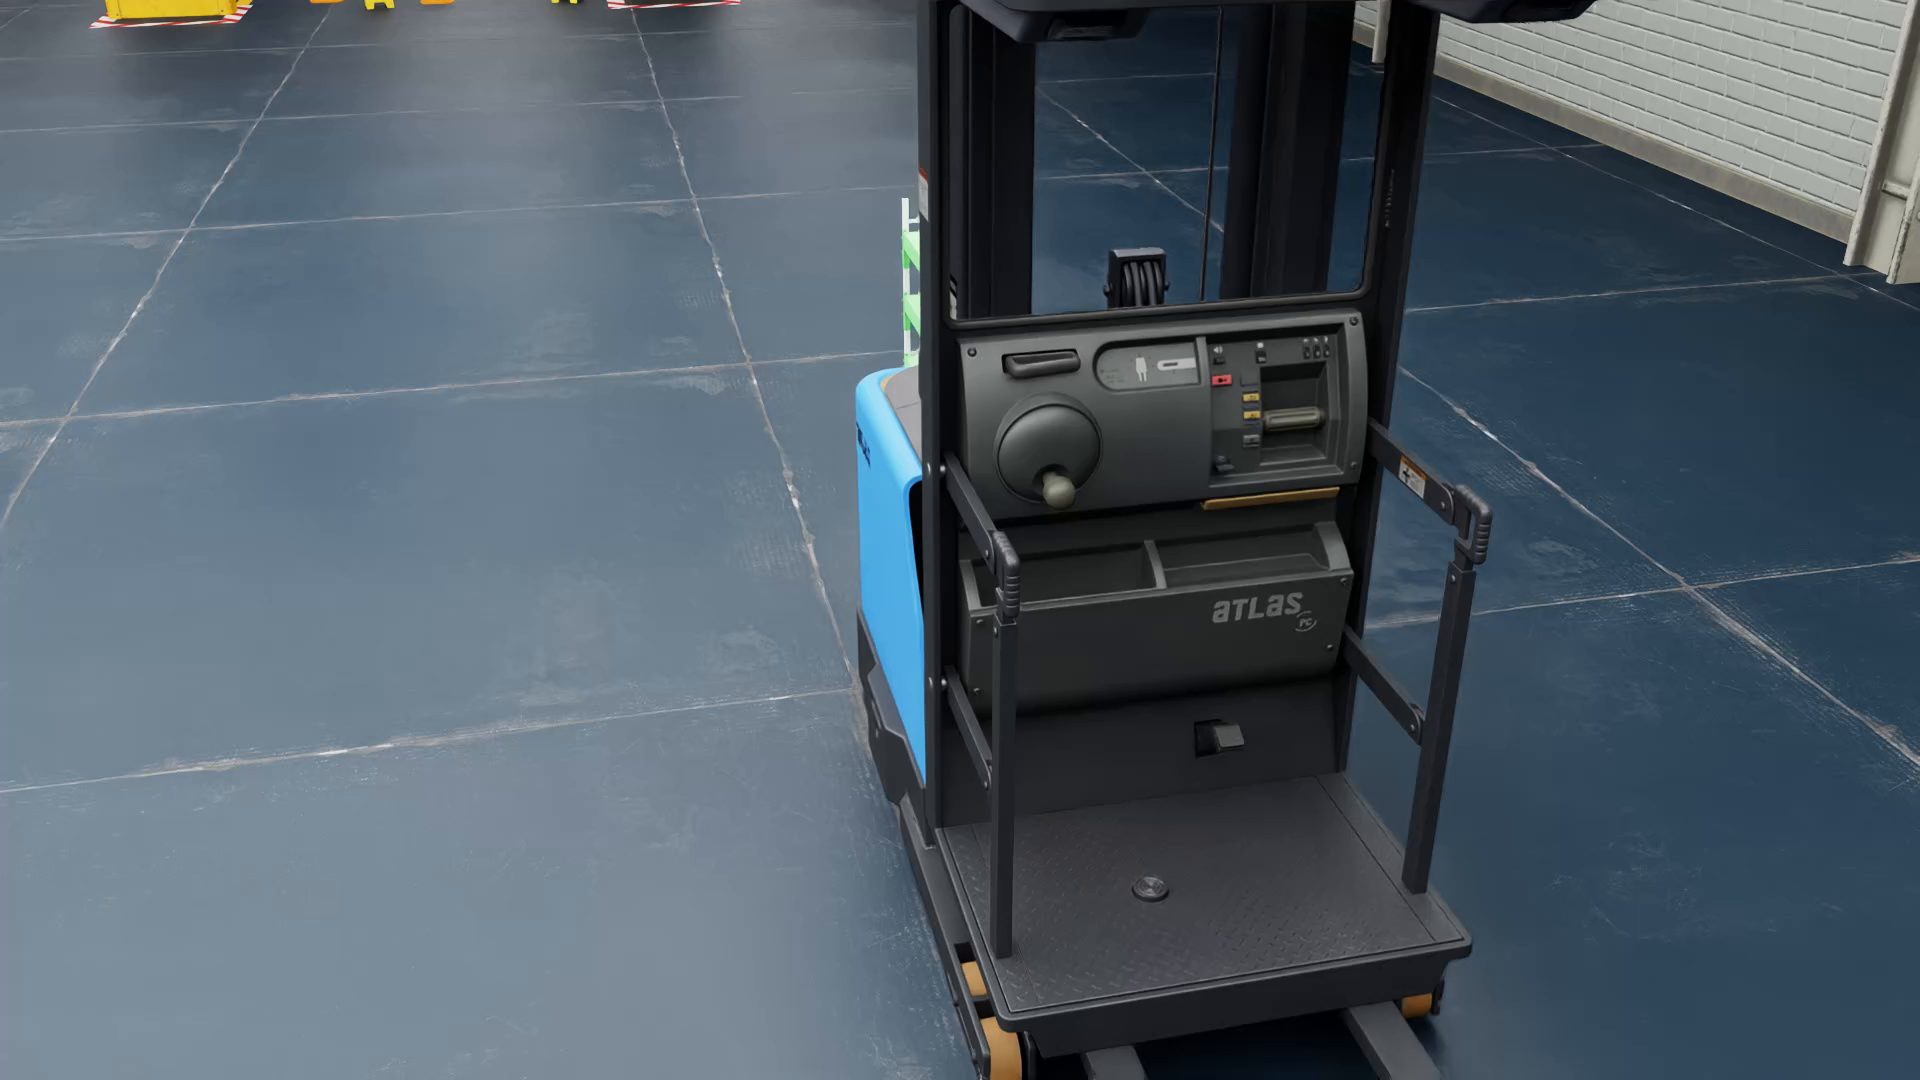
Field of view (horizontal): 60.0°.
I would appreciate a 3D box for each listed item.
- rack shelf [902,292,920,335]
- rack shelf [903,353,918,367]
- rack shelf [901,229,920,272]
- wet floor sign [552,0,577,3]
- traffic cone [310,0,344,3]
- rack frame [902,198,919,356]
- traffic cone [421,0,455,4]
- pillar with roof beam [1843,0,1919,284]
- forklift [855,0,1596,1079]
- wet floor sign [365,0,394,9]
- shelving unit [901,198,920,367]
[{"bbox_3d":[-0.037,-0.766,6.044,0.258,0.148,0.480,-6,27,-12],"label":"rack shelf"},{"bbox_3d":[-0.037,-0.551,6.152,0.258,0.148,0.480,-6,27,-12],"label":"rack shelf"},{"bbox_3d":[-0.037,-0.980,5.936,0.258,0.148,0.480,-6,27,-12],"label":"rack shelf"},{"bbox_3d":[-4.115,-5.946,17.314,0.267,0.644,0.232,3,27,6],"label":"wet floor sign"},{"bbox_3d":[-6.651,-5.887,17.399,0.336,0.463,0.334,-6,27,-12],"label":"traffic cone"},{"bbox_3d":[-0.092,-0.715,6.336,0.240,1.200,0.015,-6,27,-12],"label":"rack frame"},{"bbox_3d":[-5.474,-5.852,17.331,0.336,0.463,0.334,-6,27,-12],"label":"traffic cone"},{"bbox_3d":[0.951,-5.065,6.297,9.100,9.000,0.400,-6,27,-12],"label":"pillar with roof beam"},{"bbox_3d":[0.510,-0.249,3.491,1.130,2.935,3.031,-6,27,-12],"label":"forklift"},{"bbox_3d":[-5.979,-5.779,16.984,0.267,0.644,0.232,-11,29,-20],"label":"wet floor sign"},{"bbox_3d":[-0.037,-0.608,6.124,0.258,1.200,0.503,-6,27,-12],"label":"shelving unit"}]
